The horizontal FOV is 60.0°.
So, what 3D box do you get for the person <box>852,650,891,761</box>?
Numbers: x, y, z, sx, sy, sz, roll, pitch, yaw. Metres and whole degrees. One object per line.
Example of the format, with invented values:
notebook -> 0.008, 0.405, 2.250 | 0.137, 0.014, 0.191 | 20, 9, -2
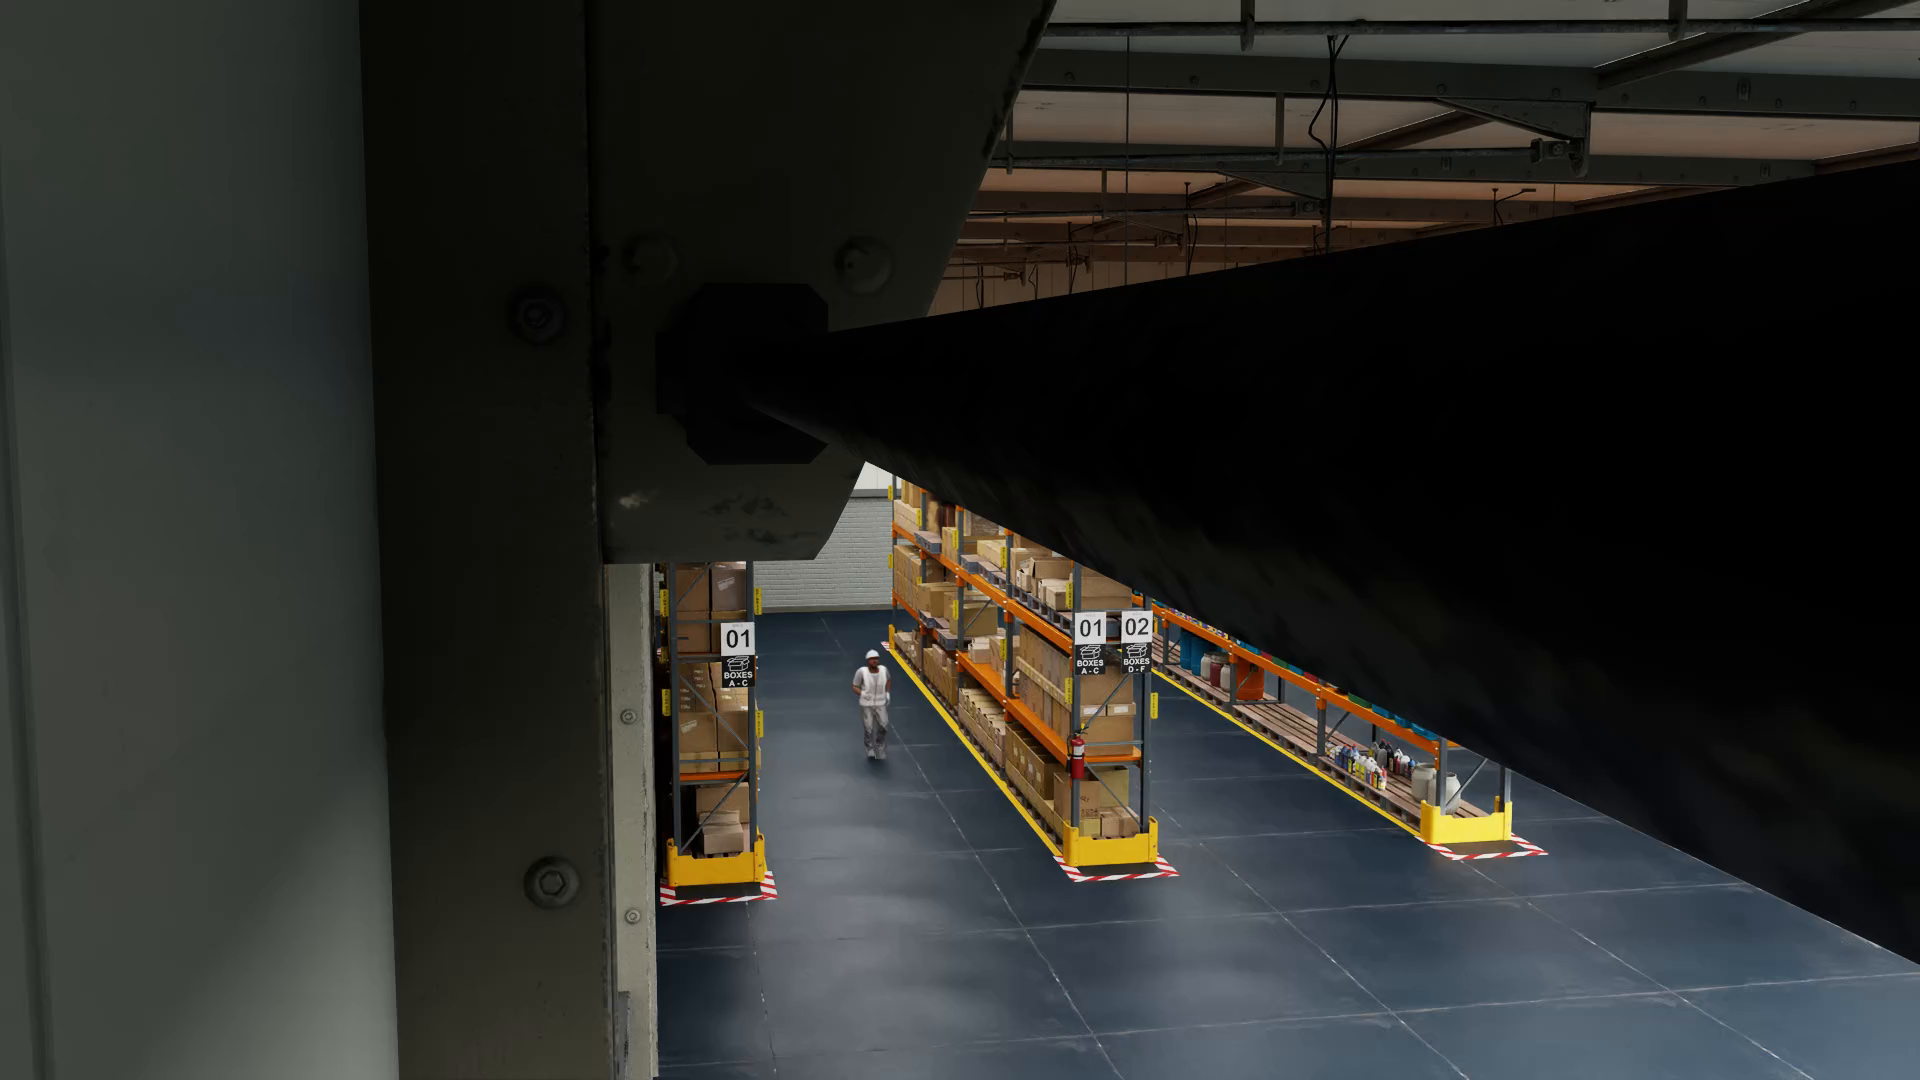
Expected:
person -> -1.366, 2.619, 26.248 | 0.669, 1.773, 0.676 | -2, 6, -14
